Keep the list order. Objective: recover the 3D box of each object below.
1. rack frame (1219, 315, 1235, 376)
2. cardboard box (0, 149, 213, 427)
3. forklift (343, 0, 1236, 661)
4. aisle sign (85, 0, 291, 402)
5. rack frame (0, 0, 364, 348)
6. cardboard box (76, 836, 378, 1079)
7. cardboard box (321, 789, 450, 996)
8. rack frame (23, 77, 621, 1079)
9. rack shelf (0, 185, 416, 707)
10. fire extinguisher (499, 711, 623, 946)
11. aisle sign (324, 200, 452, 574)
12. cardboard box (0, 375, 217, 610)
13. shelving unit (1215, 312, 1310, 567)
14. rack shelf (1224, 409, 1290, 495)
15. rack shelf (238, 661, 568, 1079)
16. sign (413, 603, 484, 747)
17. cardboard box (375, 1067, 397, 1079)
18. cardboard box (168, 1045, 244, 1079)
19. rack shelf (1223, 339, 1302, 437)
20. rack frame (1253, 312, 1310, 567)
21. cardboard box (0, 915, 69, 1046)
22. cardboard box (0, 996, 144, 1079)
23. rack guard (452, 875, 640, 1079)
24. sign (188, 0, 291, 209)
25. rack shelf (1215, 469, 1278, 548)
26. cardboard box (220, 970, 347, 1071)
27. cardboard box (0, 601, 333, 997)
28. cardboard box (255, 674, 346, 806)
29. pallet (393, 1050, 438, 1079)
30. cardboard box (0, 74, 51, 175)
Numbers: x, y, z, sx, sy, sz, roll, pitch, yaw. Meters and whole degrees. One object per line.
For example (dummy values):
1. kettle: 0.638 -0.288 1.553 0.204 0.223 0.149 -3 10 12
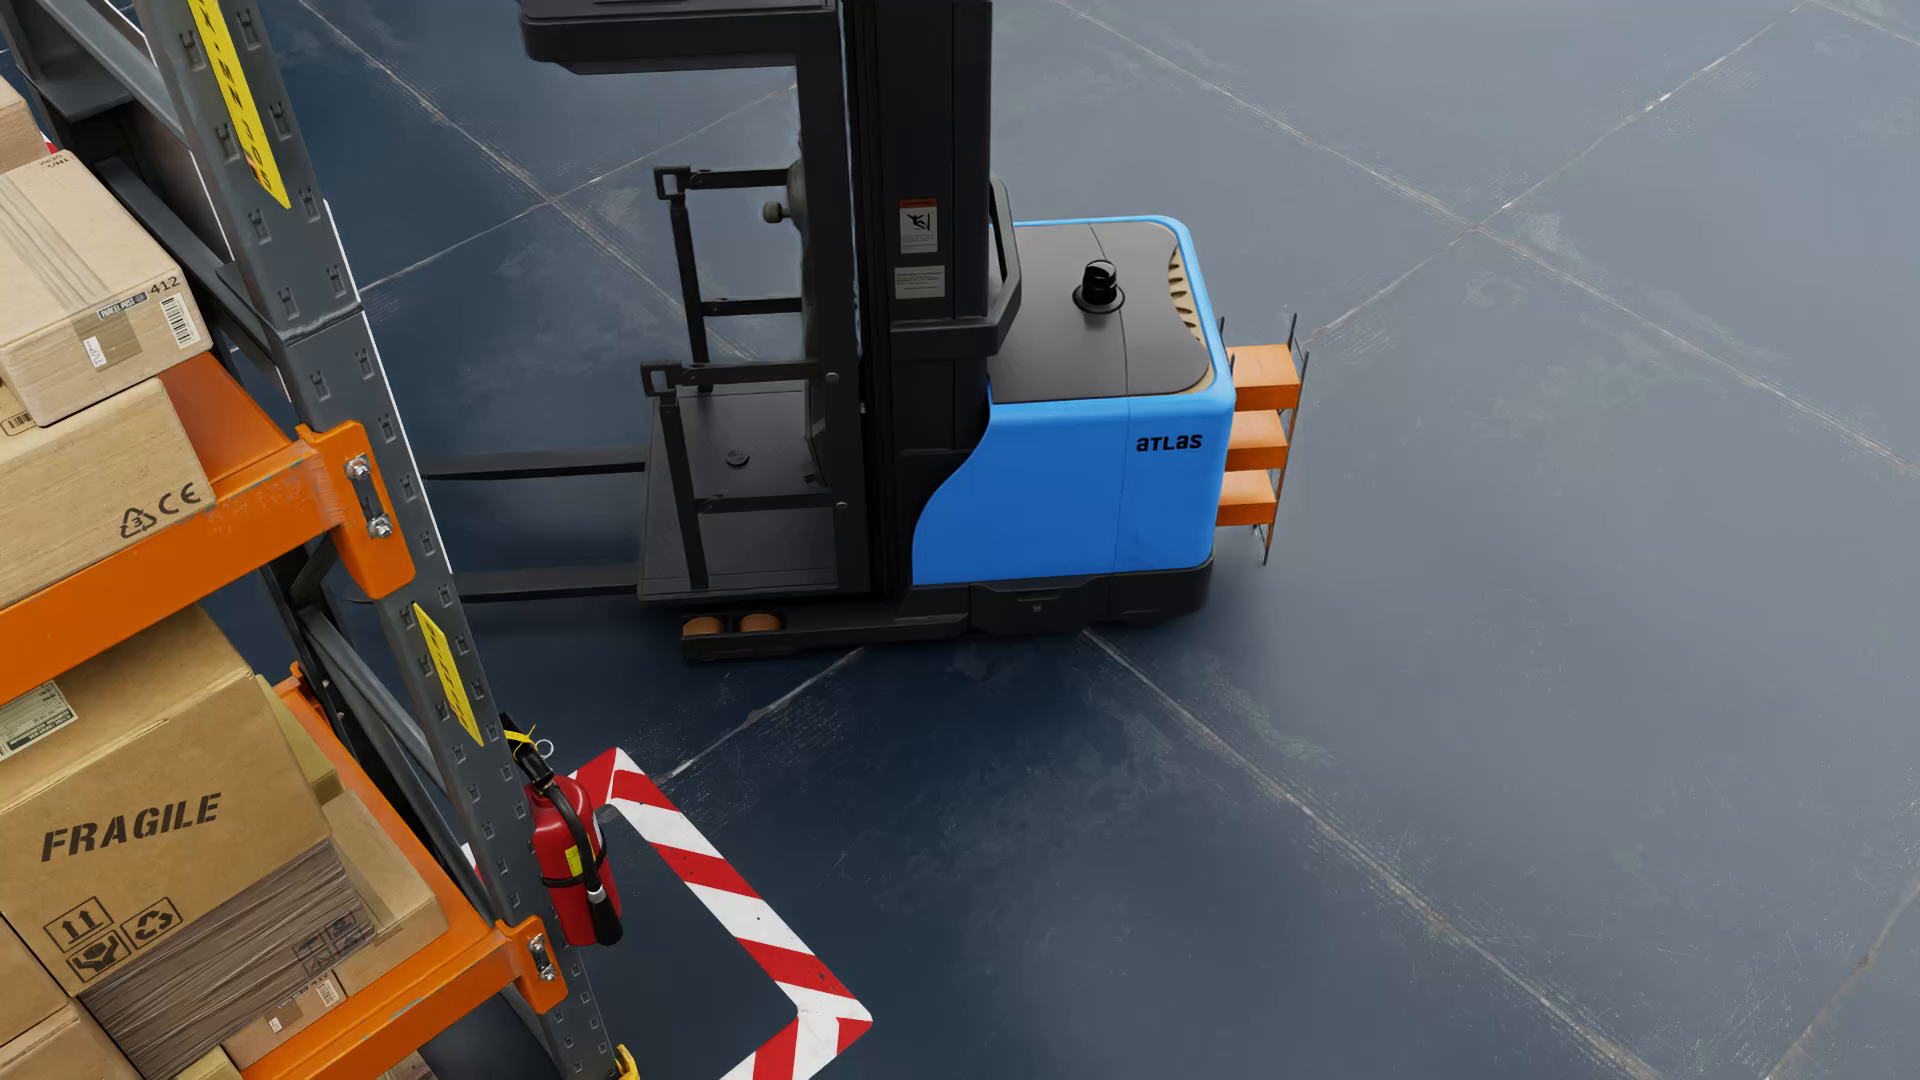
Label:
1. rack frame: 0.878 -0.314 5.826 0.008 1.050 0.200 -4 47 -3
2. cardboard box: -1.269 -0.361 2.332 0.250 0.149 0.380 -34 56 -27
3. forklift: -0.656 -0.975 5.155 3.031 2.935 1.130 -4 47 -3
4. aisle sign: -1.430 -0.642 3.032 0.004 0.787 0.394 -34 56 -27
5. rack frame: -1.274 -1.601 1.604 0.127 3.000 1.000 -34 56 -27
6. cardboard box: -1.699 0.556 3.426 0.500 0.500 0.875 -34 56 -27
7. cardboard box: -1.346 0.772 3.668 0.250 0.149 0.380 -34 56 -27
8. rack frame: -1.274 0.434 3.809 0.127 3.000 1.000 -34 56 -27
9. rack shelf: -2.753 0.649 2.058 4.000 0.370 1.077 -34 56 -27
10. fire extinguisher: -0.879 0.654 3.658 0.183 0.674 0.296 -34 56 -27
11. aisle sign: -1.026 -0.315 2.731 0.004 0.787 0.394 -34 56 -27
12. cardboard box: -1.459 -0.156 2.414 0.500 0.250 0.500 -33 55 -26
13. shelving unit: 1.000 -0.322 5.833 0.252 1.050 0.215 -4 47 -3
14. rack shelf: 1.000 -0.315 5.840 0.240 0.259 0.215 -4 47 -3
15. rack shelf: -2.753 1.666 3.161 4.000 0.370 1.077 -34 56 -27
16. sign: -0.915 0.246 2.980 0.005 0.325 0.100 -34 56 -27
17. cardboard box: -1.747 1.439 4.297 0.500 0.500 0.500 -24 52 -21
18. cardboard box: -1.681 1.047 3.414 0.250 0.149 0.380 -34 56 -27
19. rack shelf: 1.000 -0.507 5.632 0.240 0.259 0.215 -4 47 -3
20. rack frame: 1.121 -0.329 5.840 0.008 1.050 0.200 -4 47 -3
21. cardboard box: -1.880 0.616 2.689 0.500 0.500 0.500 -34 56 -27
22. cardboard box: -1.988 0.868 3.137 0.500 0.500 0.875 -34 56 -27
23. rack guard: -1.330 1.319 4.693 0.348 0.500 1.175 -34 56 -27
24. sign: -0.915 -0.572 2.093 0.005 0.325 0.100 -34 56 -27
25. rack shelf: 1.000 -0.126 6.045 0.240 0.259 0.215 -4 47 -3
26. cardboard box: -1.531 0.895 3.554 0.250 0.149 0.380 -34 56 -27
27. cardboard box: -1.514 0.366 2.920 0.500 0.500 0.500 -34 56 -27
28. cardboard box: -1.645 0.530 3.891 0.250 0.149 0.380 -34 56 -27
29. pallet: -1.955 1.799 4.446 1.213 0.211 1.003 -34 56 -27
30. cardboard box: -1.633 -0.657 2.605 0.250 0.149 0.380 -34 56 -27
